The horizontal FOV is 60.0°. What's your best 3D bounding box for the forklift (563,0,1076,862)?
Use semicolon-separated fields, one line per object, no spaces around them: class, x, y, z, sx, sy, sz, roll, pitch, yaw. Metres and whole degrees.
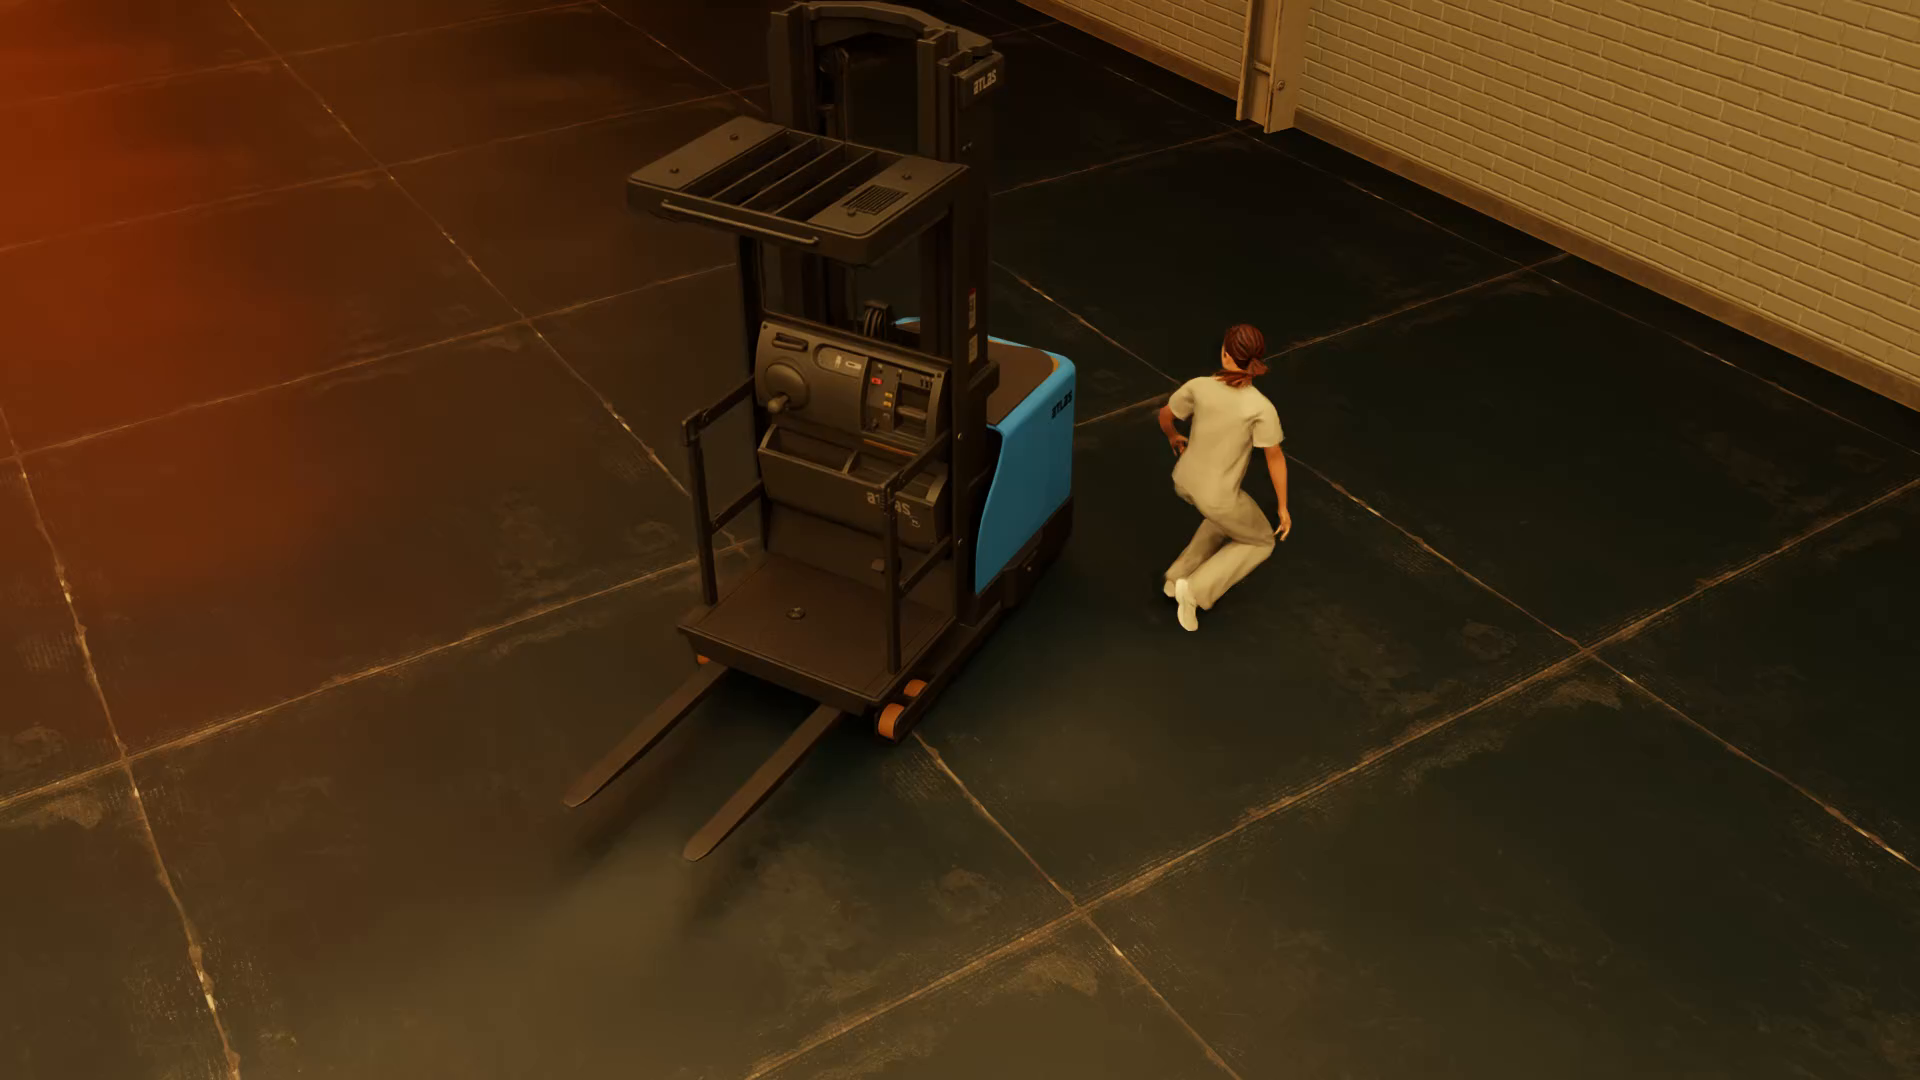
forklift;-0.585;-0.607;7.011;1.130;2.935;3.031;18;39;24

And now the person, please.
person;1.222;-0.274;7.819;0.570;1.483;0.806;-25;42;-31
